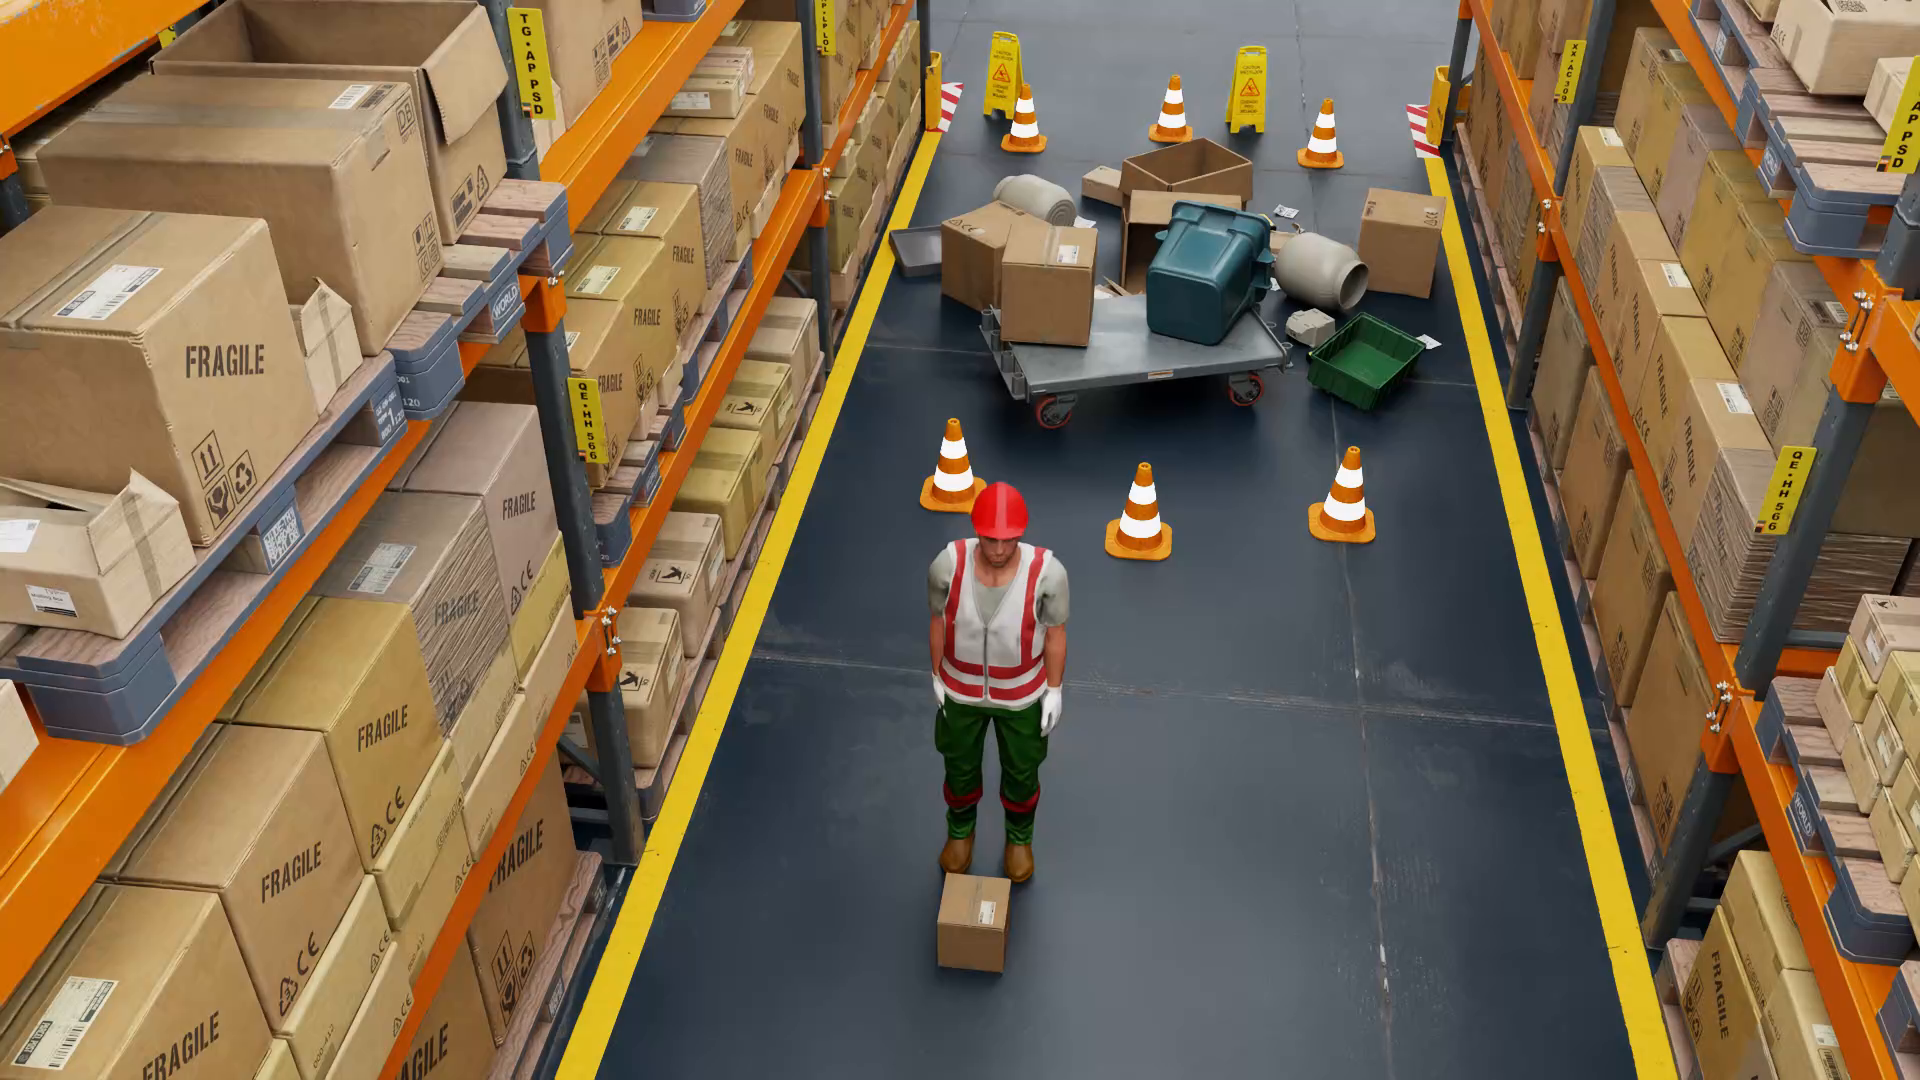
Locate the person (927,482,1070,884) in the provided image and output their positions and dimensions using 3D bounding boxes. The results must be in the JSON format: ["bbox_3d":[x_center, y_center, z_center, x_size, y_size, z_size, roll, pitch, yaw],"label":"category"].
[{"bbox_3d":[0.133,0.553,6.256,0.525,1.786,0.339,5,36,7],"label":"person"}]
